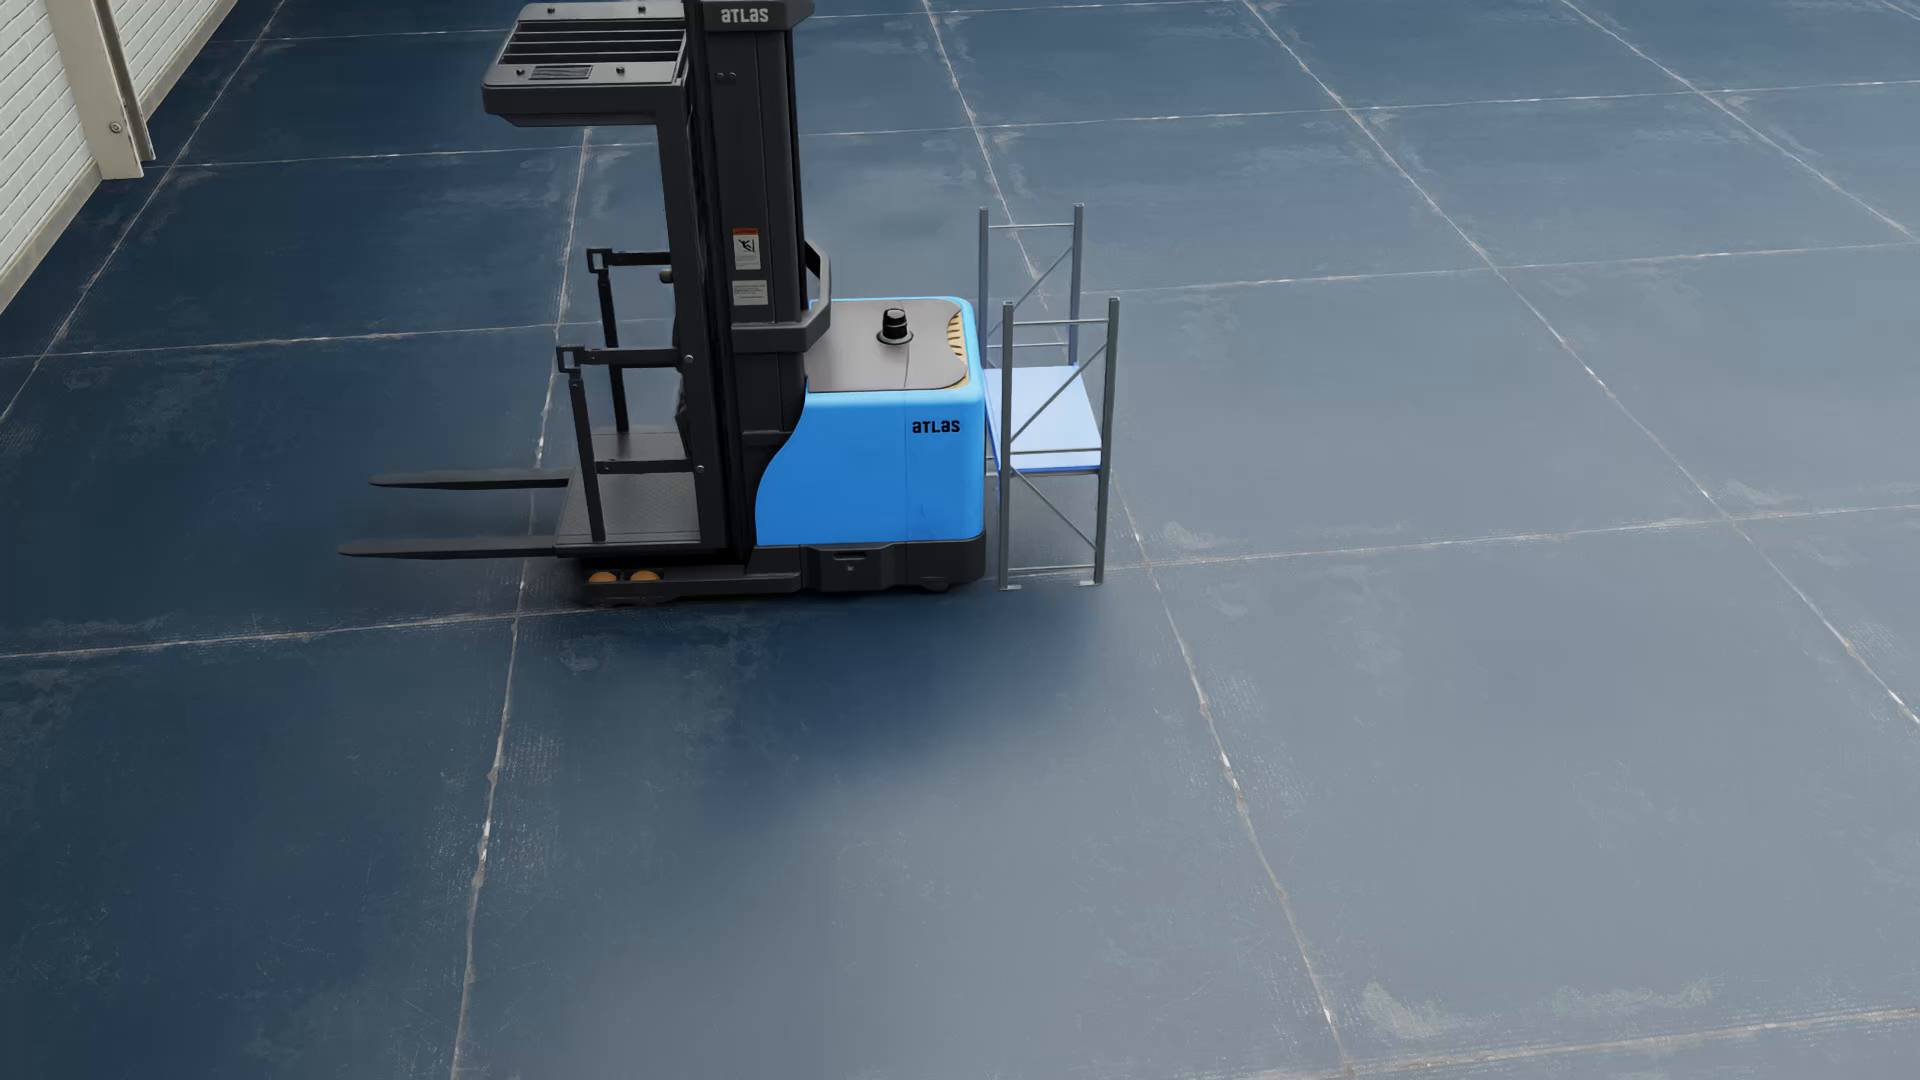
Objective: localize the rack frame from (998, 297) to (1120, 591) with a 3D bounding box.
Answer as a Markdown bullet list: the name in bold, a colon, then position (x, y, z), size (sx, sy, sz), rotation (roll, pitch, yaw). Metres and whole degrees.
- **rack frame**: position (0.432, -0.399, 7.503), size (0.500, 1.500, 0.032), rotation (-3, 34, -4)

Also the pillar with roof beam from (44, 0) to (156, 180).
- **pillar with roof beam**: position (-1.882, -6.788, 10.219), size (9.100, 9.000, 0.400), rotation (-4, 35, -6)

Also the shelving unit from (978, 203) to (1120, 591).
- **shelving unit**: position (0.387, -0.684, 7.922), size (0.538, 1.500, 1.048), rotation (-3, 34, -4)

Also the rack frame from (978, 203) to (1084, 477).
- **rack frame**: position (0.342, -0.969, 8.340), size (0.500, 1.500, 0.032), rotation (-3, 34, -4)

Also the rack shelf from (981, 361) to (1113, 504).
- **rack shelf**: position (0.387, -0.535, 8.023), size (0.538, 0.185, 1.000), rotation (-3, 34, -4)

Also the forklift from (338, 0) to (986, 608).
- **forklift**: position (-1.414, -1.201, 7.410), size (3.031, 2.935, 1.130), rotation (-2, 34, -3)
